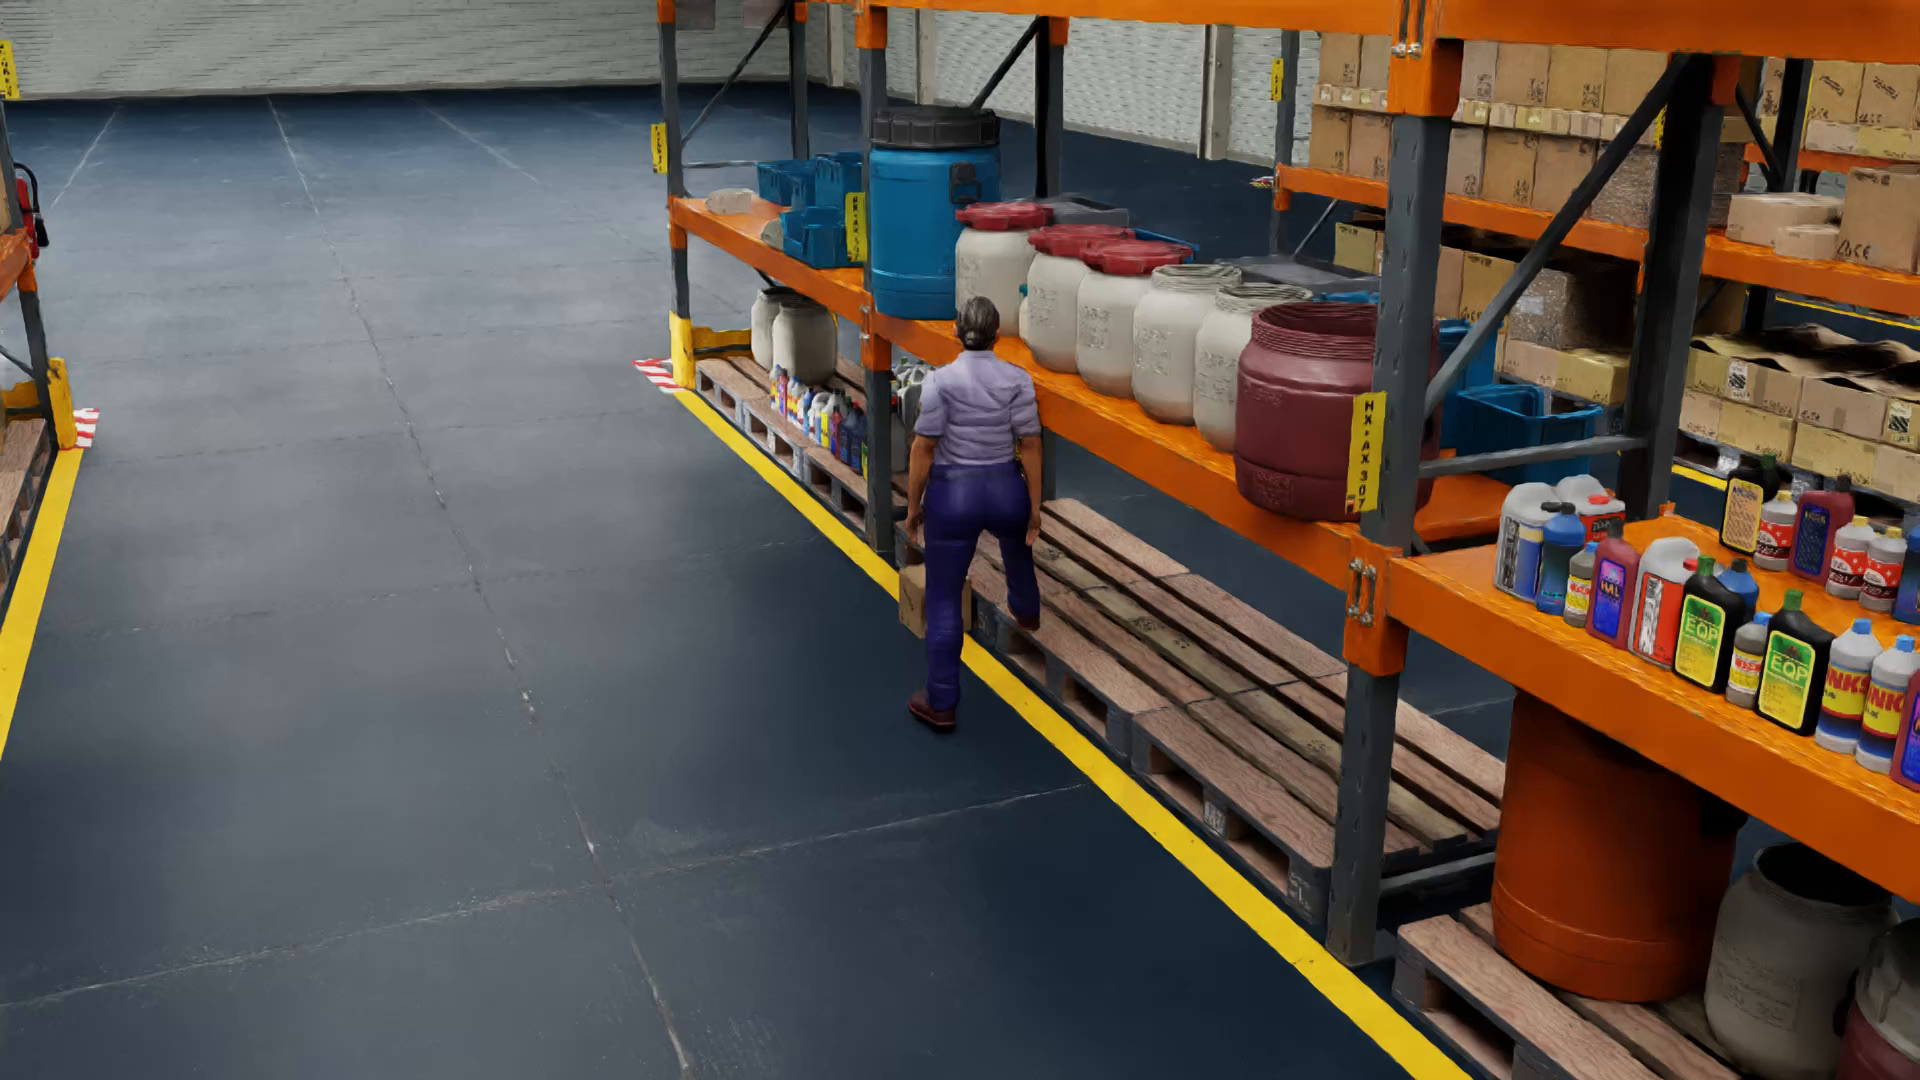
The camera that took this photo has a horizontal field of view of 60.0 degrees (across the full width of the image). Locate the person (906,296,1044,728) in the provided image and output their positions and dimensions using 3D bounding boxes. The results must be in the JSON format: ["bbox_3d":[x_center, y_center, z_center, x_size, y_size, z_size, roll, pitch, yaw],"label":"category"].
[{"bbox_3d":[0.073,-0.162,6.546,0.648,1.617,0.755,-4,19,-12],"label":"person"}]
